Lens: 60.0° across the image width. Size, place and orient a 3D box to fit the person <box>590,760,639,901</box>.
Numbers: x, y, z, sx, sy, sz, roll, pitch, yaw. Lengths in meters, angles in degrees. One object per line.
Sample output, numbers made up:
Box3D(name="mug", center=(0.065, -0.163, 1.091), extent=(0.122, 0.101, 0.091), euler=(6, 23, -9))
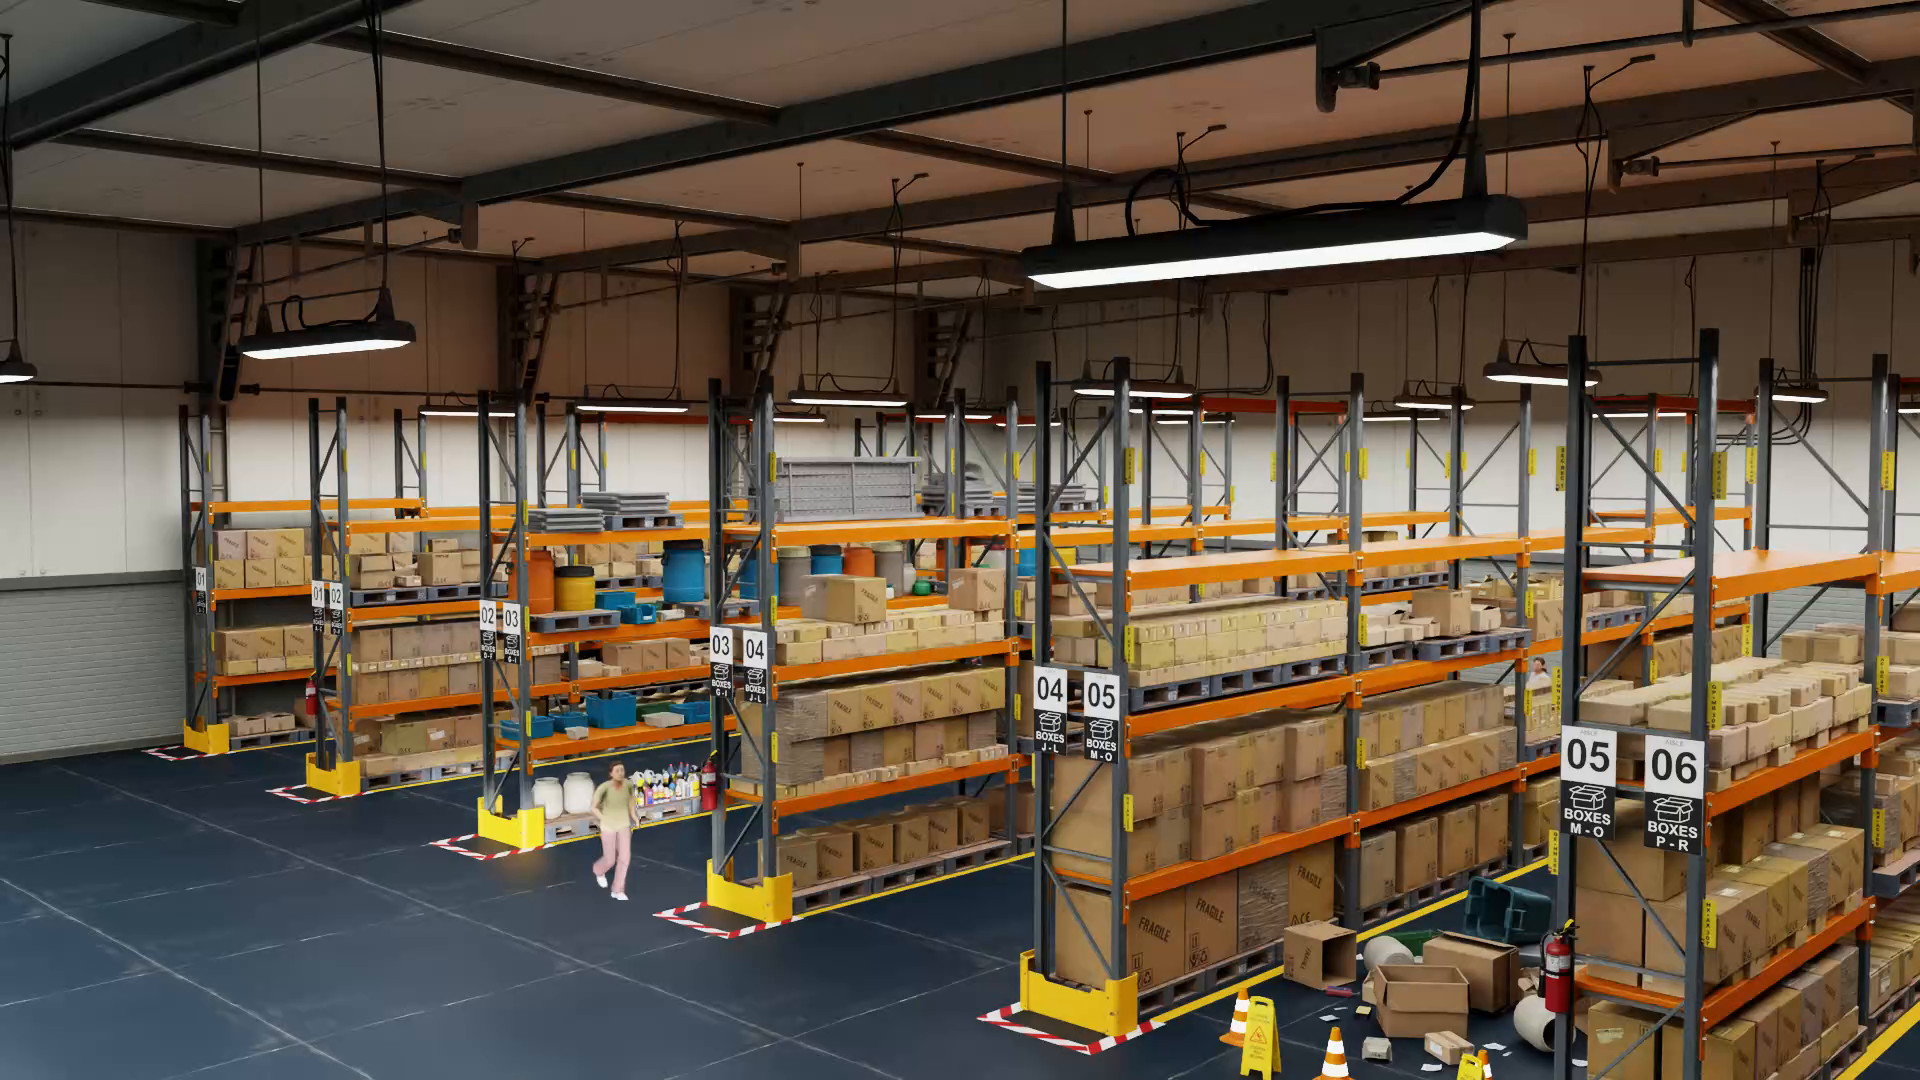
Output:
Box3D(name="person", center=(-4.060, 3.341, 19.358), extent=(0.583, 1.621, 0.760), euler=(-2, 4, -35))

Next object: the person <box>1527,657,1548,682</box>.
Box3D(name="person", center=(9.913, 2.820, 28.524), extent=(0.425, 1.663, 0.540), euler=(-1, 3, -20))
